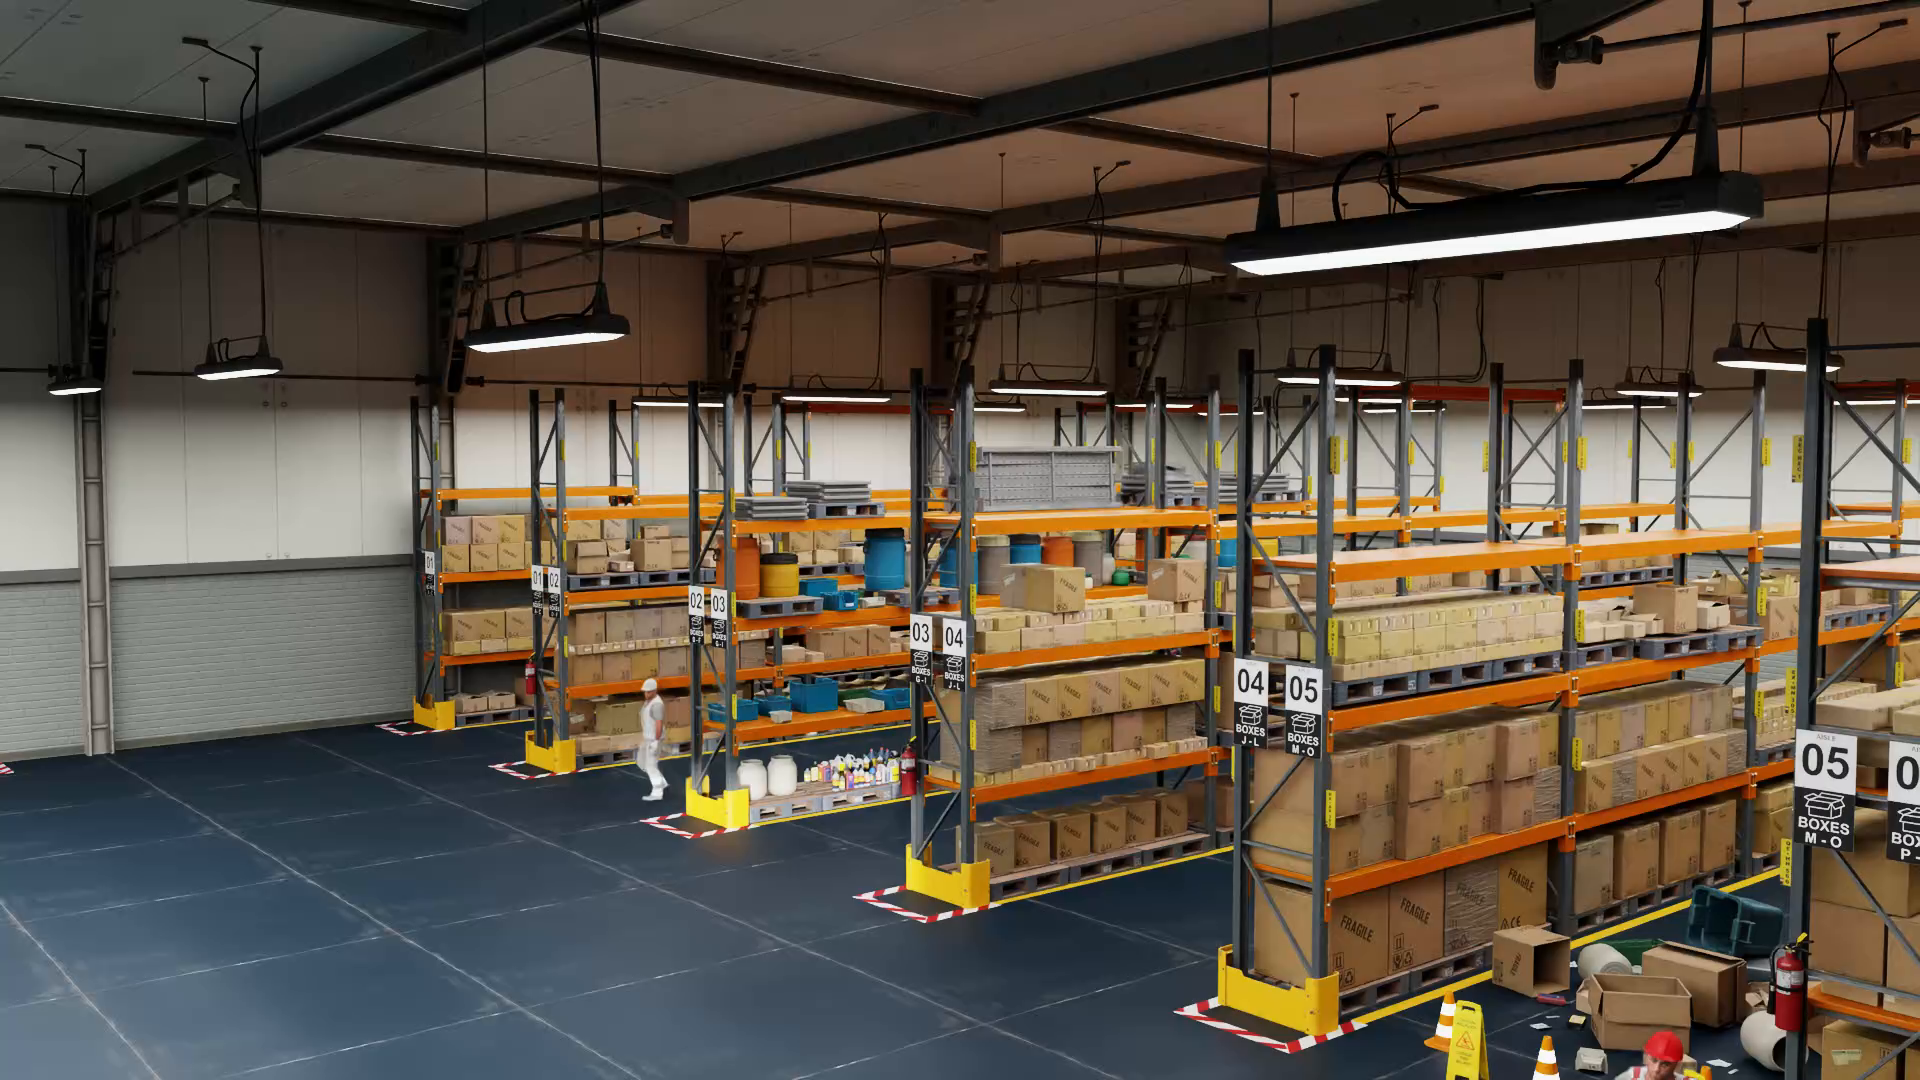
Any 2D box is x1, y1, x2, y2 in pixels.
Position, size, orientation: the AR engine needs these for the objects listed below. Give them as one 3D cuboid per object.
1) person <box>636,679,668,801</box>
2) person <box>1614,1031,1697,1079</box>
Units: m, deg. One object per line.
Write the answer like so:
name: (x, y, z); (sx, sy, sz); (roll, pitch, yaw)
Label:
person: (-4.373, 2.851, 23.822); (0.471, 1.766, 0.666); (-2, 4, -27)
person: (4.057, 3.674, 9.669); (0.700, 1.741, 0.915); (2, 4, 36)
